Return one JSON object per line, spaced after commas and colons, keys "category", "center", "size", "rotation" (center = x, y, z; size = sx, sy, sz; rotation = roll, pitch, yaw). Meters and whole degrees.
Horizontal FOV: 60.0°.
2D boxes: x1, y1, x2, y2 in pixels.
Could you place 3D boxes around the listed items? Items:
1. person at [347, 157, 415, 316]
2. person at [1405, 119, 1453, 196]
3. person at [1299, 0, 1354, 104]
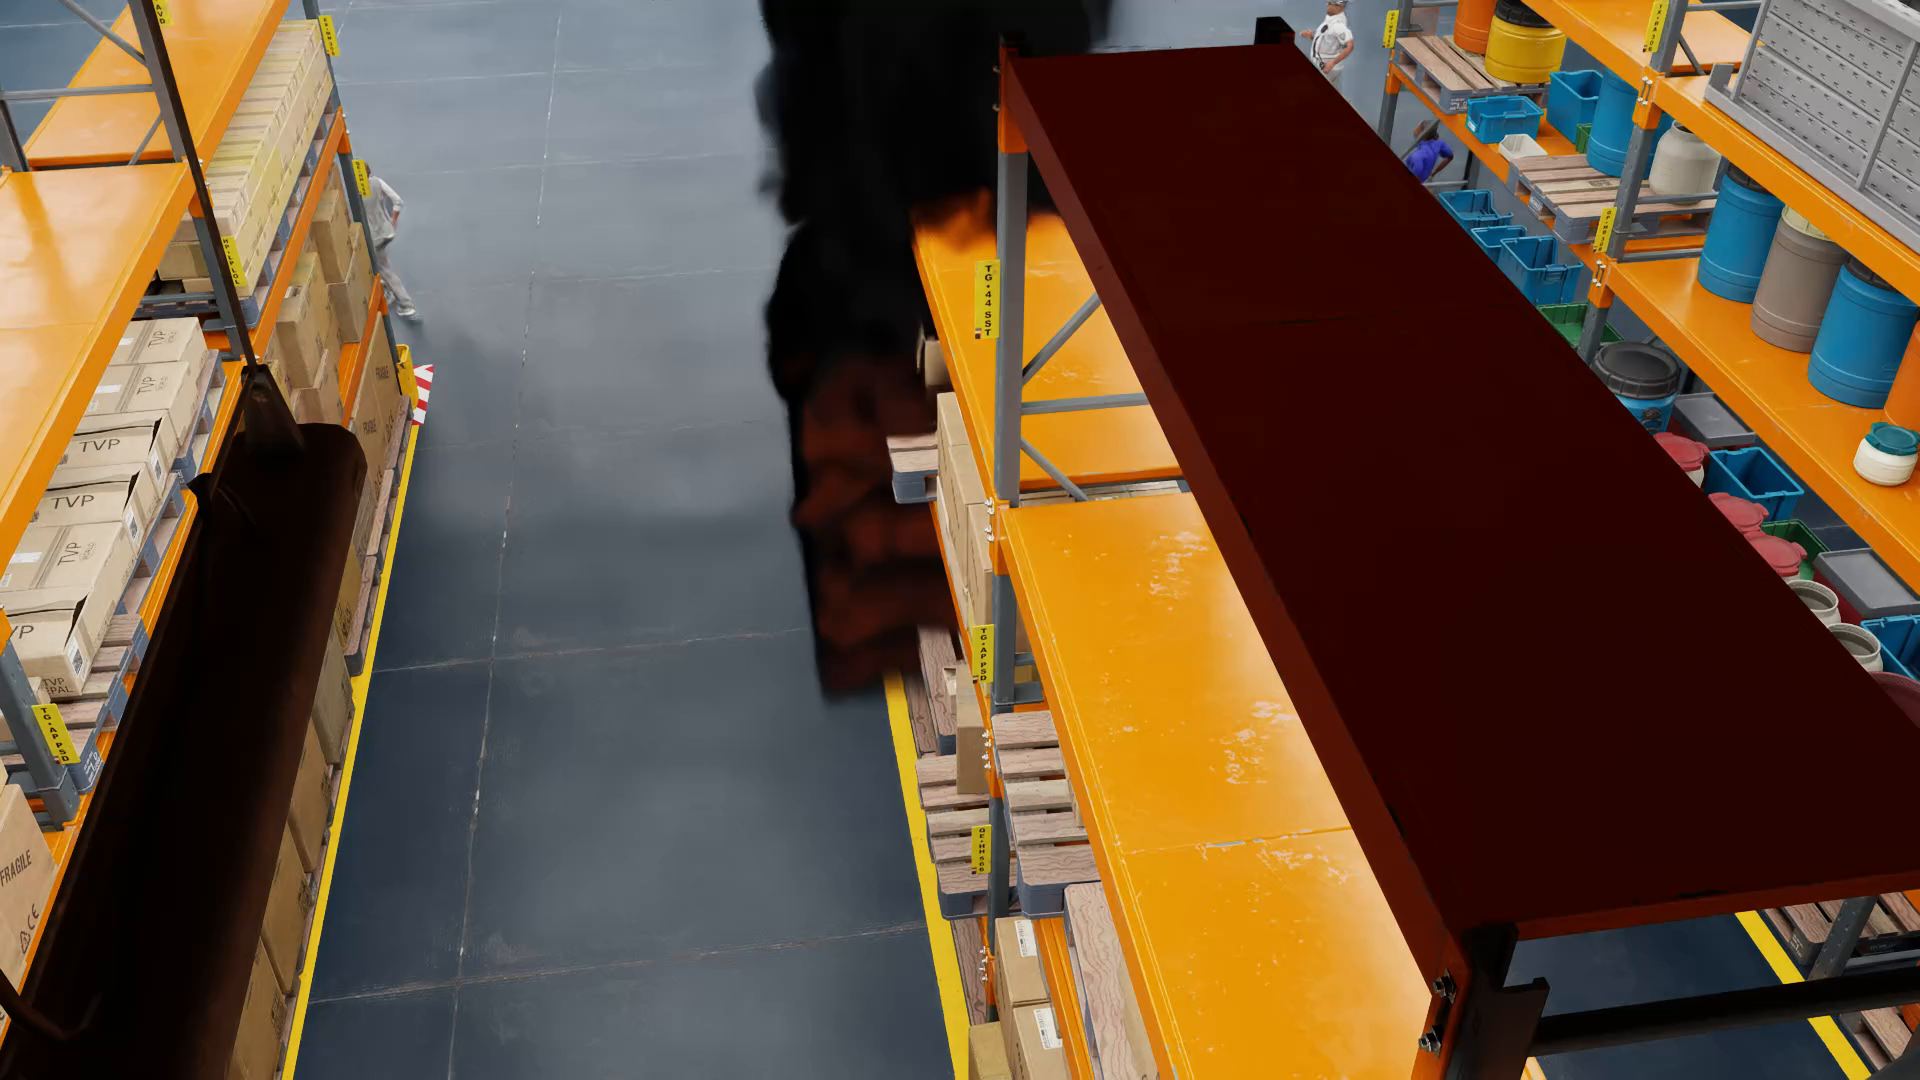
{"category": "person", "center": [-5.629, -2.928, 16.112], "size": [0.784, 1.612, 0.459], "rotation": [24, 43, 29]}
{"category": "person", "center": [4.676, -3.456, 16.896], "size": [0.796, 1.551, 0.629], "rotation": [26, 44, 31]}
{"category": "person", "center": [4.305, -5.546, 19.471], "size": [0.964, 1.788, 0.656], "rotation": [9, 37, 12]}
